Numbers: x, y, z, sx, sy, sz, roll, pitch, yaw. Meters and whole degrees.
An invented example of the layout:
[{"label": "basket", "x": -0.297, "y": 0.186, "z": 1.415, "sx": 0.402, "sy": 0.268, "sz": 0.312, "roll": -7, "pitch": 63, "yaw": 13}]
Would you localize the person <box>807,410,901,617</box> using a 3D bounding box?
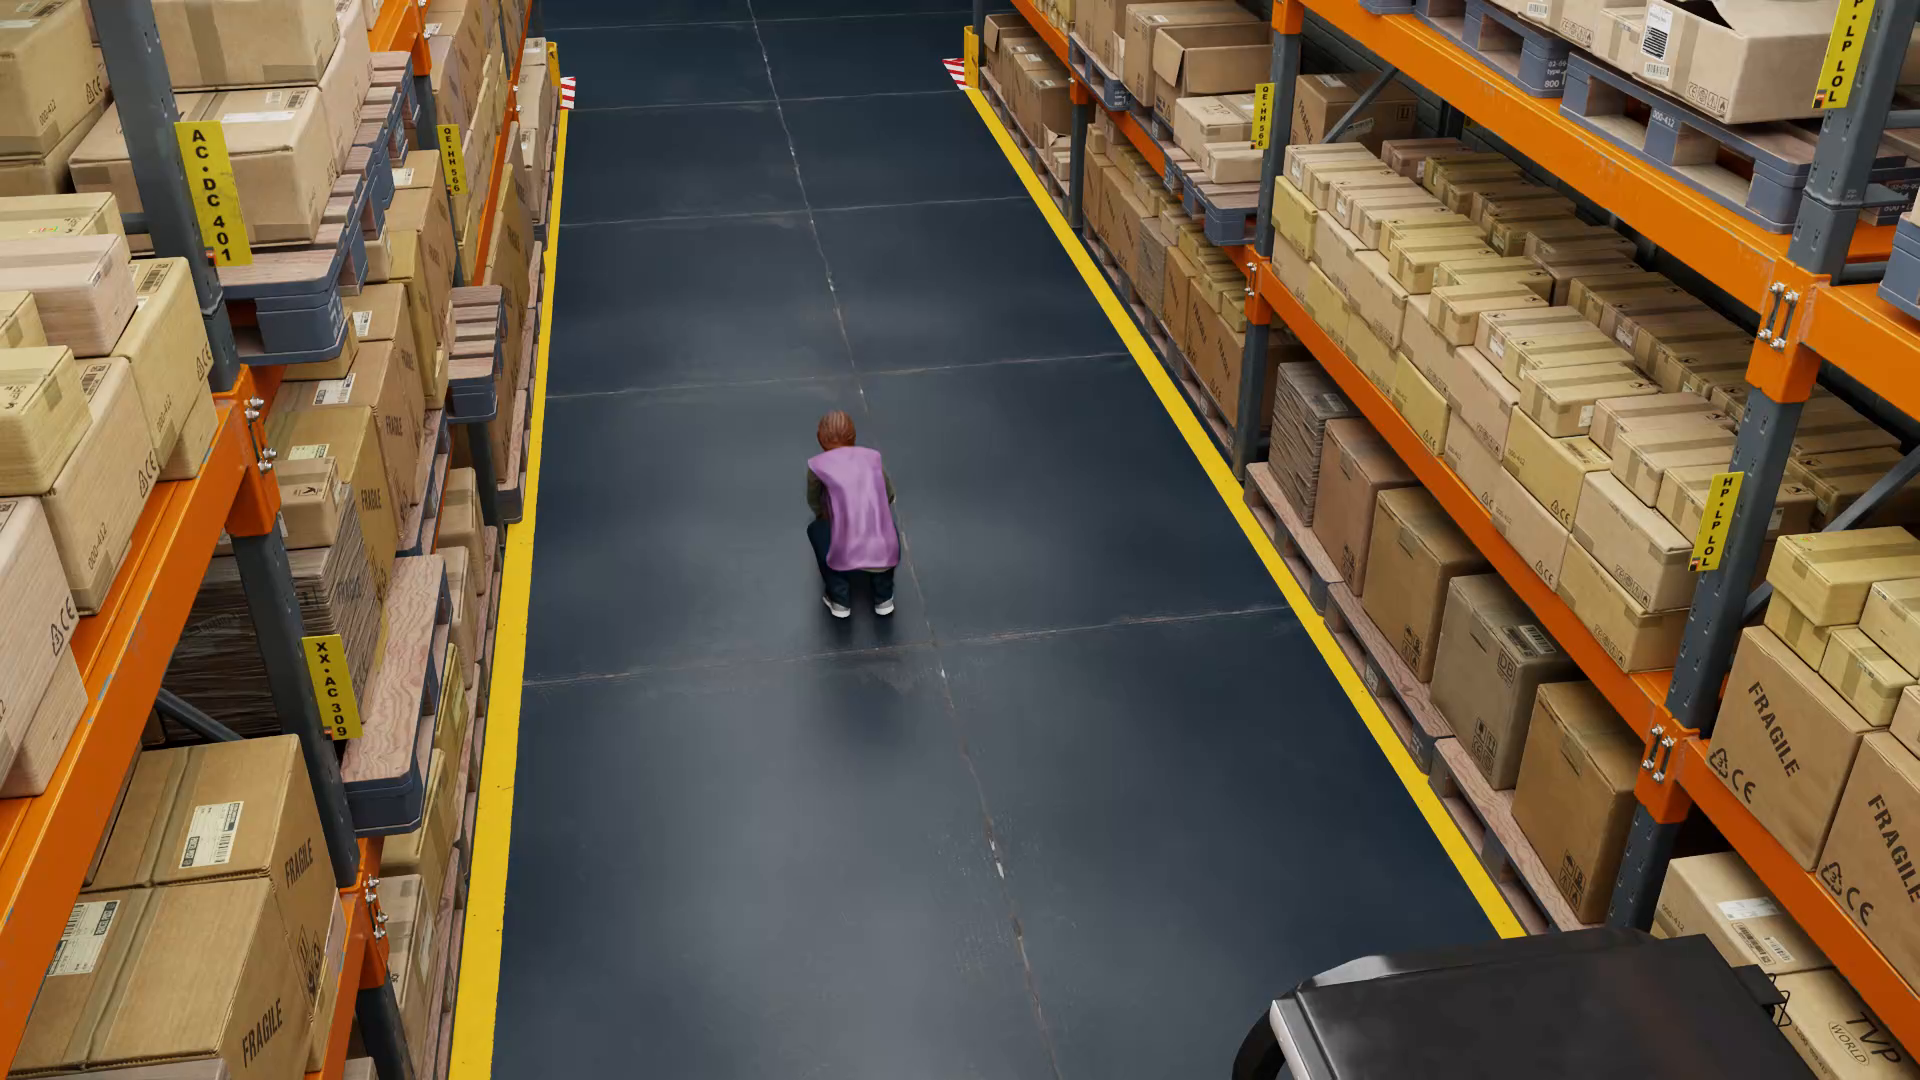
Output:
[{"label": "person", "x": -0.513, "y": -0.124, "z": 8.051, "sx": 0.453, "sy": 0.880, "sz": 0.808, "roll": -5, "pitch": 32, "yaw": -9}]
